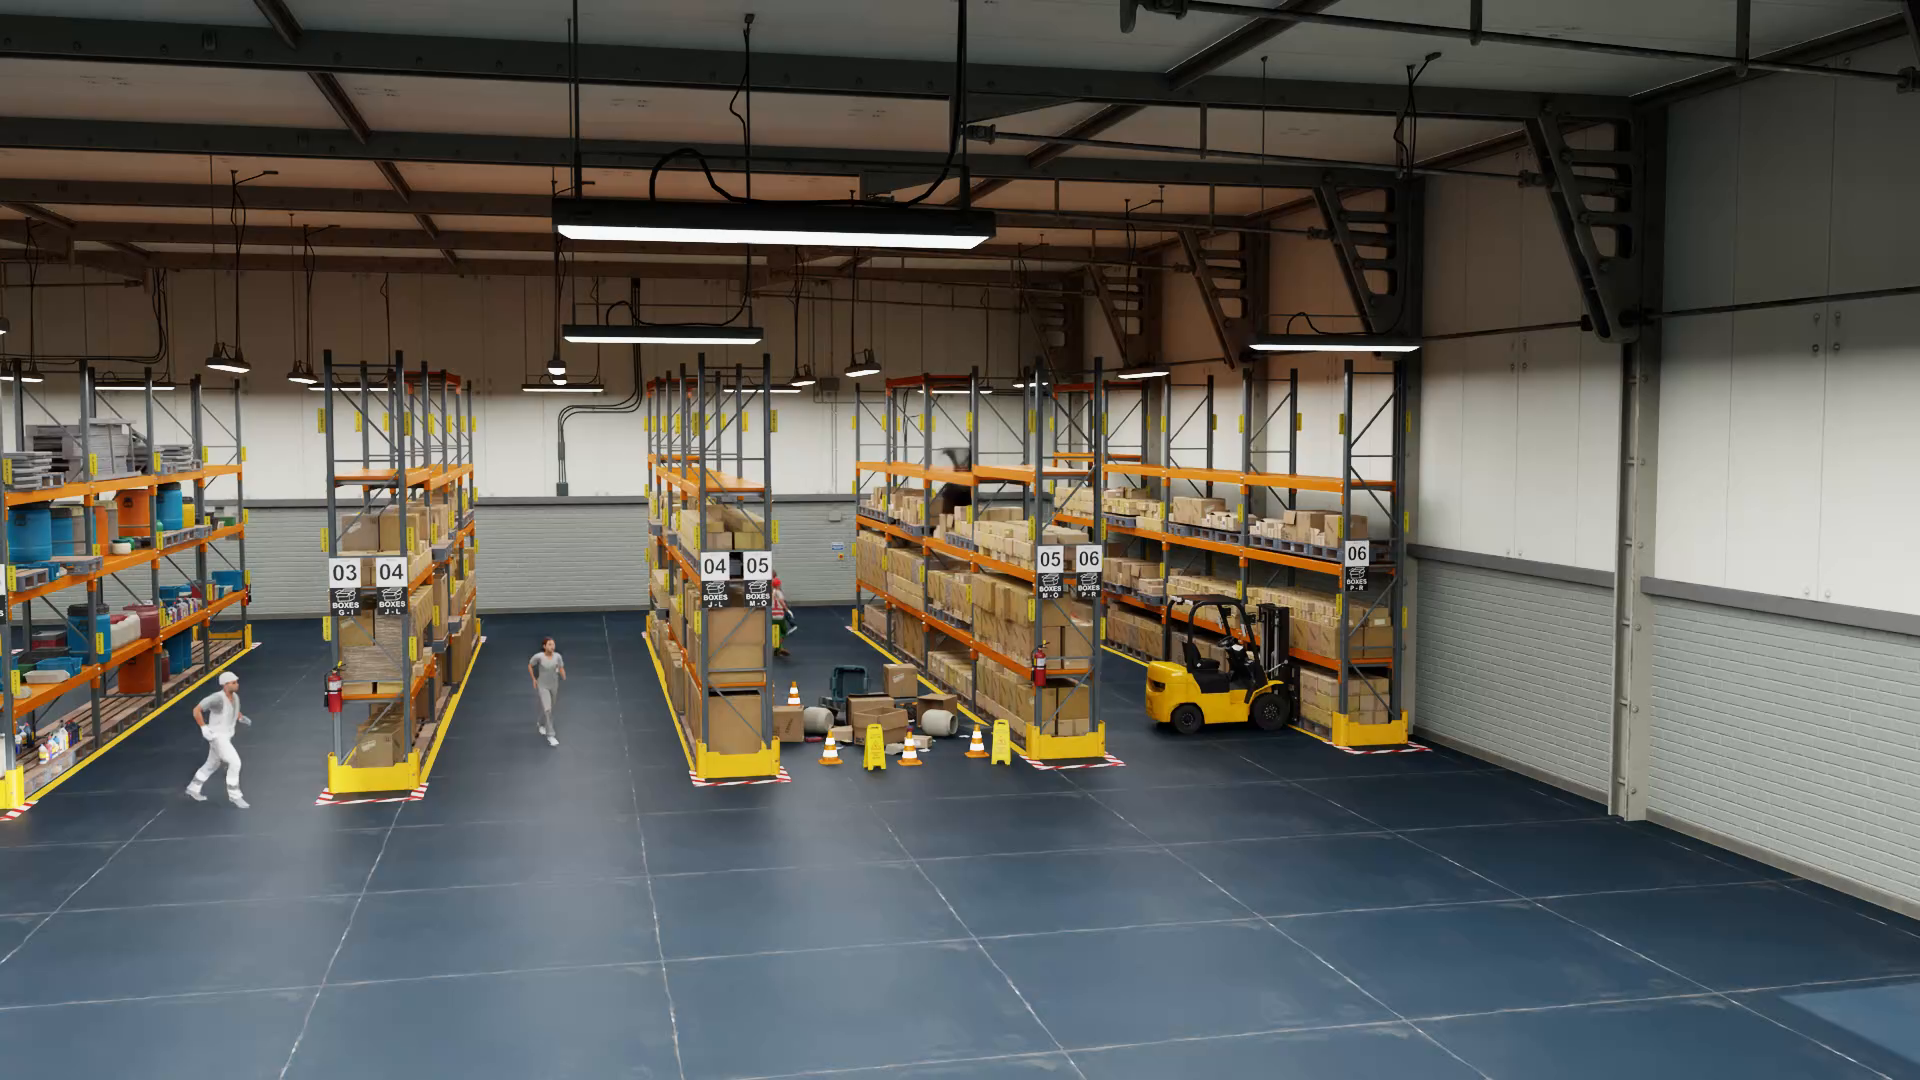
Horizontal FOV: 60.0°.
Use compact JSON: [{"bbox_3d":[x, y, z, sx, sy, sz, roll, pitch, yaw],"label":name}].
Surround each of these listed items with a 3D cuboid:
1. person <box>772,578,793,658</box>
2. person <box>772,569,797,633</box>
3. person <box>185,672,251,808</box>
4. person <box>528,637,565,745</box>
[{"bbox_3d":[-3.911,1.692,35.509,0.792,1.730,0.716,1,4,20],"label":"person"},{"bbox_3d":[-4.276,1.477,39.418,0.886,1.567,0.534,2,4,22],"label":"person"},{"bbox_3d":[-9.746,2.615,21.780,0.908,1.796,0.683,0,4,5],"label":"person"},{"bbox_3d":[-6.519,2.341,26.231,0.534,1.666,0.956,-3,5,-37],"label":"person"}]
